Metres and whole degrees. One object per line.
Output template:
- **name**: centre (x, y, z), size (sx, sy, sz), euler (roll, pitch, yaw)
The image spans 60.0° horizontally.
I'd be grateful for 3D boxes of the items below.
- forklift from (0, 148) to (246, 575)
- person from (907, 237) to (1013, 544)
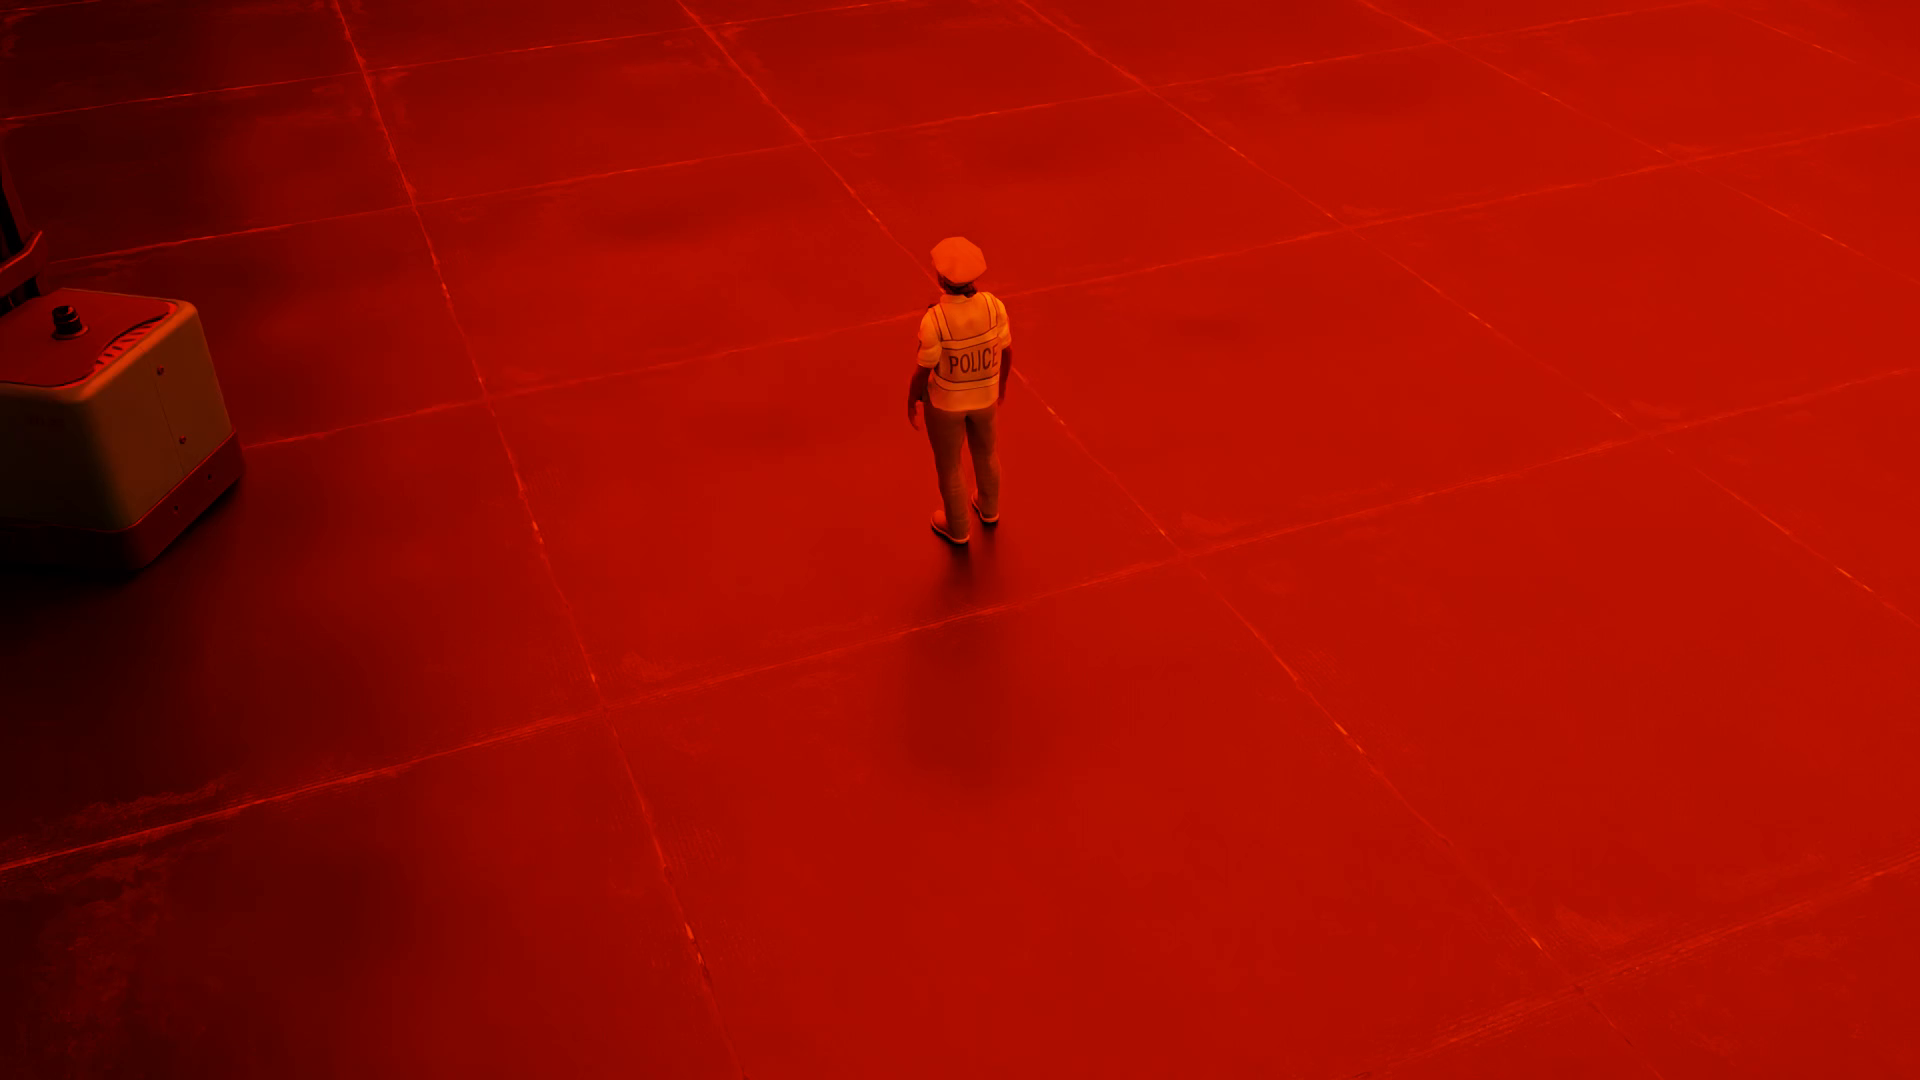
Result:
- **forklift**: centre (-5.454, -1.446, 8.132), size (3.031, 2.935, 1.130), euler (7, 36, 10)
- **person**: centre (-0.011, -0.741, 8.195), size (0.569, 1.695, 0.530), euler (-14, 38, -19)
